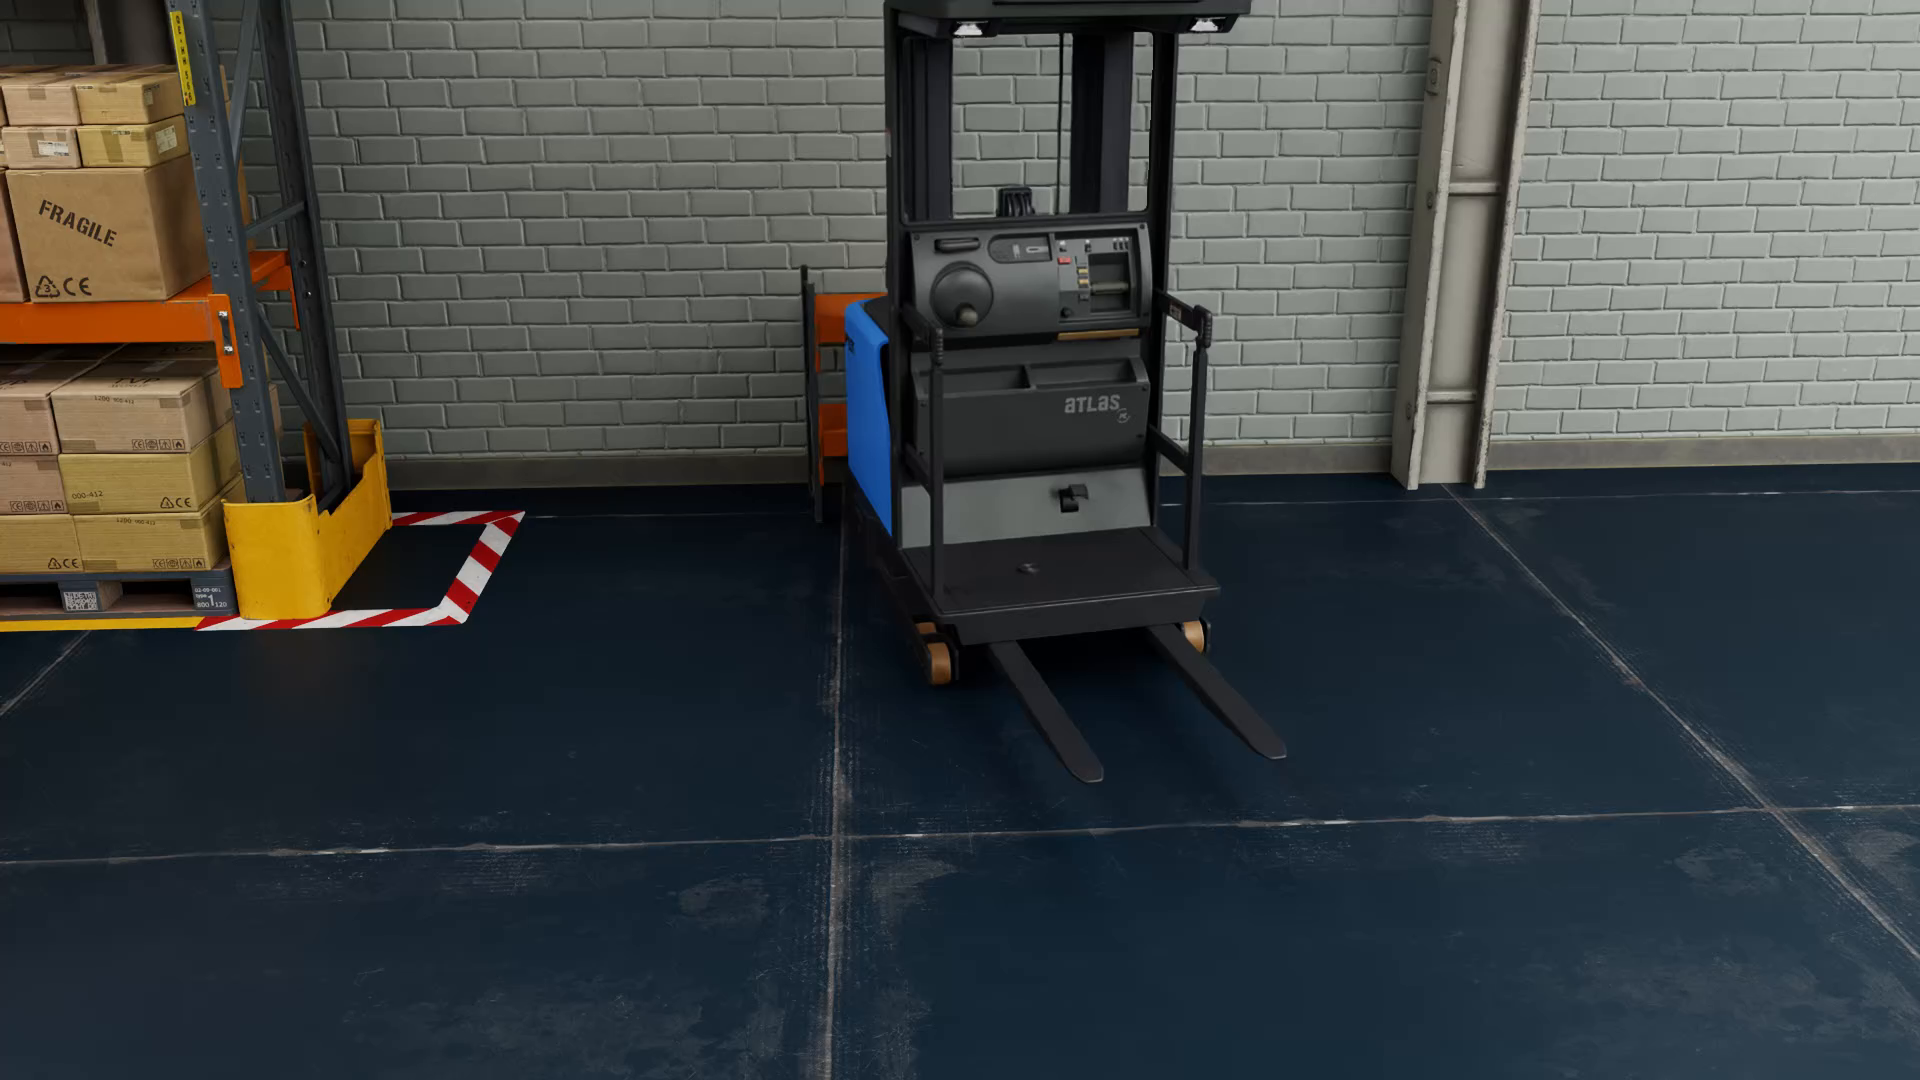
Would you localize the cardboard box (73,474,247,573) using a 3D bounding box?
[{"bbox_3d":[-3.281,-0.074,6.873,0.500,0.250,0.500,-1,21,-3],"label":"cardboard box"}]

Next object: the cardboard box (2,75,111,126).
[{"bbox_3d":[-3.420,-1.675,6.335,0.250,0.149,0.380,-1,21,-3],"label":"cardboard box"}]

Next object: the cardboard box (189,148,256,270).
[{"bbox_3d":[-3.340,-1.420,6.994,0.500,0.500,0.500,0,21,-1],"label":"cardboard box"}]

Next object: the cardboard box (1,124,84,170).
[{"bbox_3d":[-3.414,-1.512,6.324,0.250,0.149,0.380,-1,21,-2],"label":"cardboard box"}]

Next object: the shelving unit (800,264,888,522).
[{"bbox_3d":[-0.200,-0.726,7.929,1.048,1.125,0.538,-3,20,-8],"label":"shelving unit"}]

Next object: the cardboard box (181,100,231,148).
[{"bbox_3d":[-3.184,-1.720,6.869,0.250,0.149,0.380,-2,21,-4],"label":"cardboard box"}]

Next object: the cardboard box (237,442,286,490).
[{"bbox_3d":[-3.332,-0.255,7.349,0.500,0.250,0.500,-1,21,-3],"label":"cardboard box"}]

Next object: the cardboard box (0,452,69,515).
[{"bbox_3d":[-3.799,-0.302,6.770,0.500,0.250,0.500,-1,21,-4],"label":"cardboard box"}]

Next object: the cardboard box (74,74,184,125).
[{"bbox_3d":[-3.176,-1.691,6.377,0.250,0.149,0.380,-1,21,-3],"label":"cardboard box"}]

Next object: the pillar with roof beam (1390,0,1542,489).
[{"bbox_3d":[2.659,-2.987,2.818,0.400,9.000,9.100,-1,21,-3],"label":"pillar with roof beam"}]

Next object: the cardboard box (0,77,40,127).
[{"bbox_3d":[-3.680,-1.660,6.295,0.250,0.149,0.380,-1,21,-2],"label":"cardboard box"}]

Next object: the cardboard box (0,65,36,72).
[{"bbox_3d":[-3.951,-1.839,6.765,0.250,0.149,0.380,-1,21,-3],"label":"cardboard box"}]

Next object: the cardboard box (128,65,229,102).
[{"bbox_3d":[-3.178,-1.842,6.774,0.250,0.149,0.380,-2,21,-4],"label":"cardboard box"}]

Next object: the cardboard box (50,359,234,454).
[{"bbox_3d":[-3.272,-0.543,6.700,0.500,0.250,0.500,0,21,-1],"label":"cardboard box"}]

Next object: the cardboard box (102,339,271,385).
[{"bbox_3d":[-3.321,-0.720,7.166,0.500,0.250,0.500,-1,21,-4],"label":"cardboard box"}]

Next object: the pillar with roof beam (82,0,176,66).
[{"bbox_3d":[-3.331,-2.865,2.498,0.400,9.000,9.100,-1,21,-3],"label":"pillar with roof beam"}]

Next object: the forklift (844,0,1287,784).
[{"bbox_3d":[0.329,-0.975,6.064,1.130,2.935,3.031,-5,21,-13],"label":"forklift"}]

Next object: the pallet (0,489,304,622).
[{"bbox_3d":[-3.591,0.049,7.195,1.213,0.211,1.003,-1,21,-3],"label":"pallet"}]

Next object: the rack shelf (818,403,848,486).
[{"bbox_3d":[-0.198,-0.495,8.011,1.000,0.278,0.538,-3,20,-8],"label":"rack shelf"}]

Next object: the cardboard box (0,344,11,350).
[{"bbox_3d":[-4.319,-0.703,7.120,0.500,0.250,0.500,-1,21,-3],"label":"cardboard box"}]

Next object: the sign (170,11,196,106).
[{"bbox_3d":[-2.813,-1.743,6.024,0.005,0.325,0.100,-1,21,-3],"label":"sign"}]

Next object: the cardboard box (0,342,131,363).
[{"bbox_3d":[-3.819,-0.709,7.136,0.500,0.250,0.500,-1,21,-3],"label":"cardboard box"}]

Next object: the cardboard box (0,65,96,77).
[{"bbox_3d":[-3.704,-1.839,6.764,0.250,0.149,0.380,-1,21,-2],"label":"cardboard box"}]

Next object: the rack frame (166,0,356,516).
[{"bbox_3d":[-2.830,-1.284,6.779,0.127,3.000,1.000,-1,21,-3],"label":"rack frame"}]

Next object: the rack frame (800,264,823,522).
[{"bbox_3d":[-0.702,-0.697,7.857,0.032,1.125,0.500,-3,20,-8],"label":"rack frame"}]

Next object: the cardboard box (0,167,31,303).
[{"bbox_3d":[-3.825,-1.221,6.471,0.500,0.500,0.500,-1,21,-1],"label":"cardboard box"}]

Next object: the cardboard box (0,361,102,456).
[{"bbox_3d":[-3.781,-0.530,6.667,0.500,0.250,0.500,-1,21,-2],"label":"cardboard box"}]

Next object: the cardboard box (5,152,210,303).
[{"bbox_3d":[-3.306,-1.228,6.490,0.500,0.500,0.500,-2,21,-4],"label":"cardboard box"}]

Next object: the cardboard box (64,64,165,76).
[{"bbox_3d":[-3.447,-1.859,6.818,0.250,0.149,0.380,0,21,-1],"label":"cardboard box"}]

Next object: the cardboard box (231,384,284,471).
[{"bbox_3d":[-3.311,-0.493,7.273,0.500,0.250,0.500,-1,21,-2],"label":"cardboard box"}]

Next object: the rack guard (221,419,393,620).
[{"bbox_3d":[-2.806,-0.117,7.225,0.348,0.500,1.175,-1,21,-3],"label":"rack guard"}]

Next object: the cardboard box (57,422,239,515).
[{"bbox_3d":[-3.298,-0.308,6.787,0.500,0.250,0.500,-1,21,-4],"label":"cardboard box"}]

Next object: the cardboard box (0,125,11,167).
[{"bbox_3d":[-3.676,-1.528,6.368,0.250,0.149,0.380,-1,21,-2],"label":"cardboard box"}]

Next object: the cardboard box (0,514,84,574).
[{"bbox_3d":[-3.778,-0.067,6.856,0.500,0.250,0.500,-1,21,-3],"label":"cardboard box"}]

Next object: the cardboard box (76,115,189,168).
[{"bbox_3d":[-3.160,-1.528,6.366,0.250,0.149,0.380,-1,21,-2],"label":"cardboard box"}]

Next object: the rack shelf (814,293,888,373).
[{"bbox_3d":[-0.201,-1.001,7.831,1.000,0.278,0.538,-3,20,-8],"label":"rack shelf"}]

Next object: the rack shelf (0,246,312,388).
[{"bbox_3d":[-4.827,-0.908,6.800,4.000,0.370,1.077,-1,21,-3],"label":"rack shelf"}]
